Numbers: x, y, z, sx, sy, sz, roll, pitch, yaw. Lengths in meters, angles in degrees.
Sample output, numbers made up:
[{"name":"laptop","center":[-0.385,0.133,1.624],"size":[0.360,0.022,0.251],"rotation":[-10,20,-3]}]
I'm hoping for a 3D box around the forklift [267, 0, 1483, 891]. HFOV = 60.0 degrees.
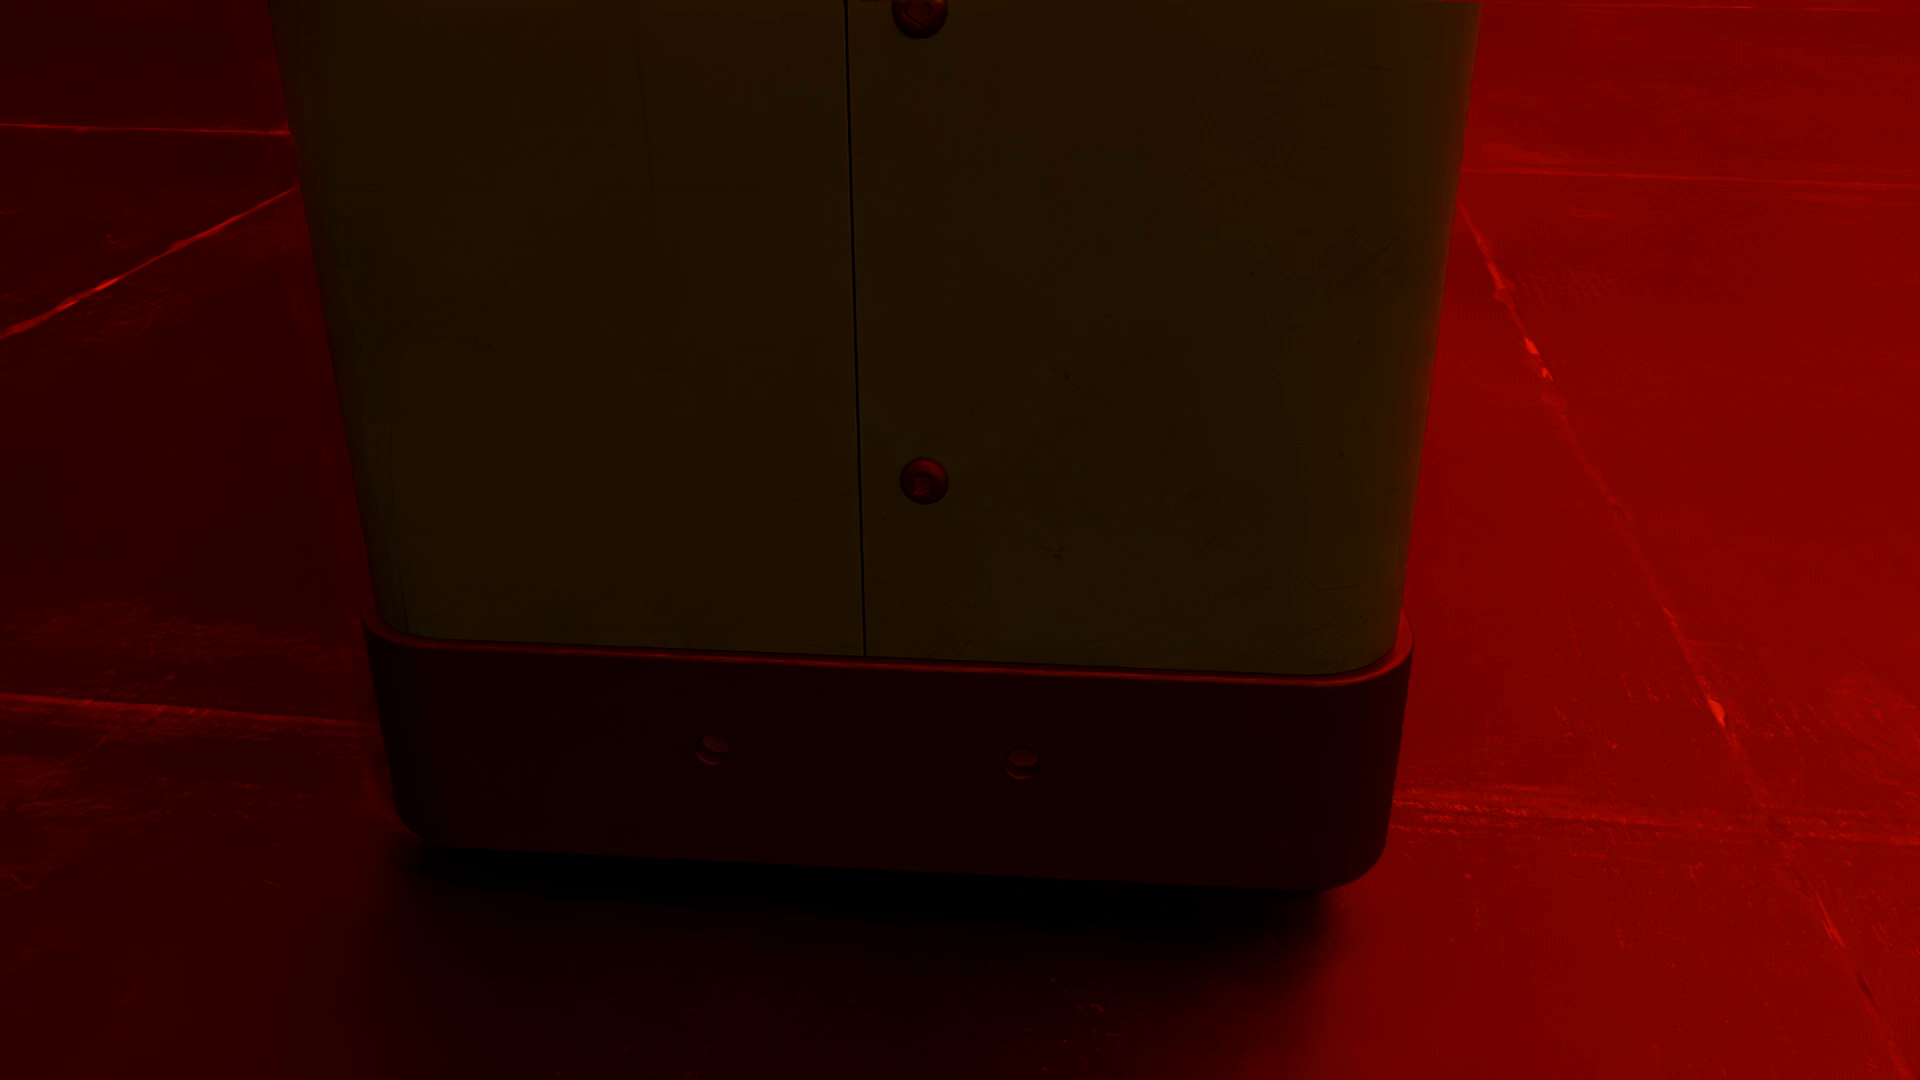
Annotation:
[{"name":"forklift","center":[0.033,-1.589,2.402],"size":[1.130,2.935,3.031],"rotation":[2,27,4]}]
